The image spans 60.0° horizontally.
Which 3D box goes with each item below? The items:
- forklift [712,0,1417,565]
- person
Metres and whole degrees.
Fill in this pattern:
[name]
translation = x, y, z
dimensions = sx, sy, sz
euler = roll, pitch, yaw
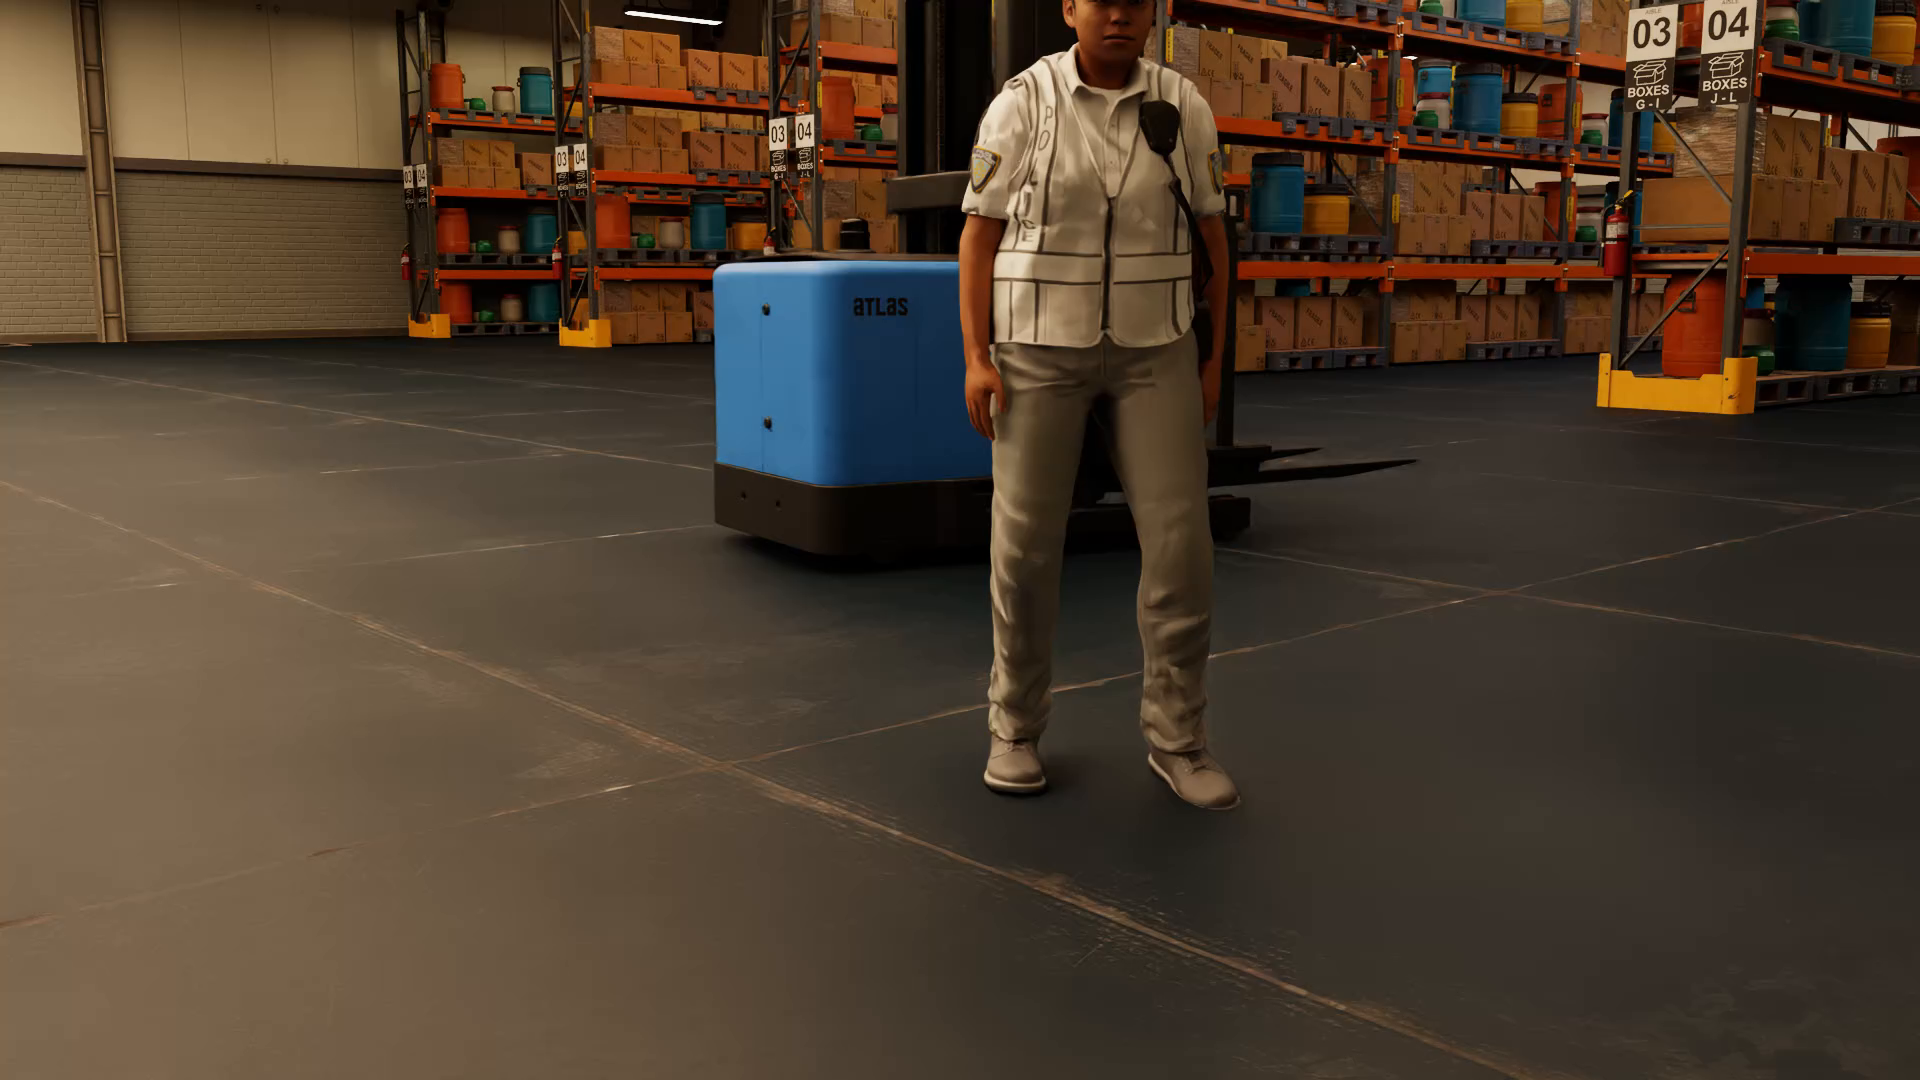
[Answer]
[forklift]
translation = 0.563, -1.506, 6.685
dimensions = 3.031, 2.935, 1.130
euler = -5, 10, -31
[person]
translation = 0.271, -0.324, 3.277
dimensions = 0.543, 1.679, 0.457
euler = -1, 9, -3
